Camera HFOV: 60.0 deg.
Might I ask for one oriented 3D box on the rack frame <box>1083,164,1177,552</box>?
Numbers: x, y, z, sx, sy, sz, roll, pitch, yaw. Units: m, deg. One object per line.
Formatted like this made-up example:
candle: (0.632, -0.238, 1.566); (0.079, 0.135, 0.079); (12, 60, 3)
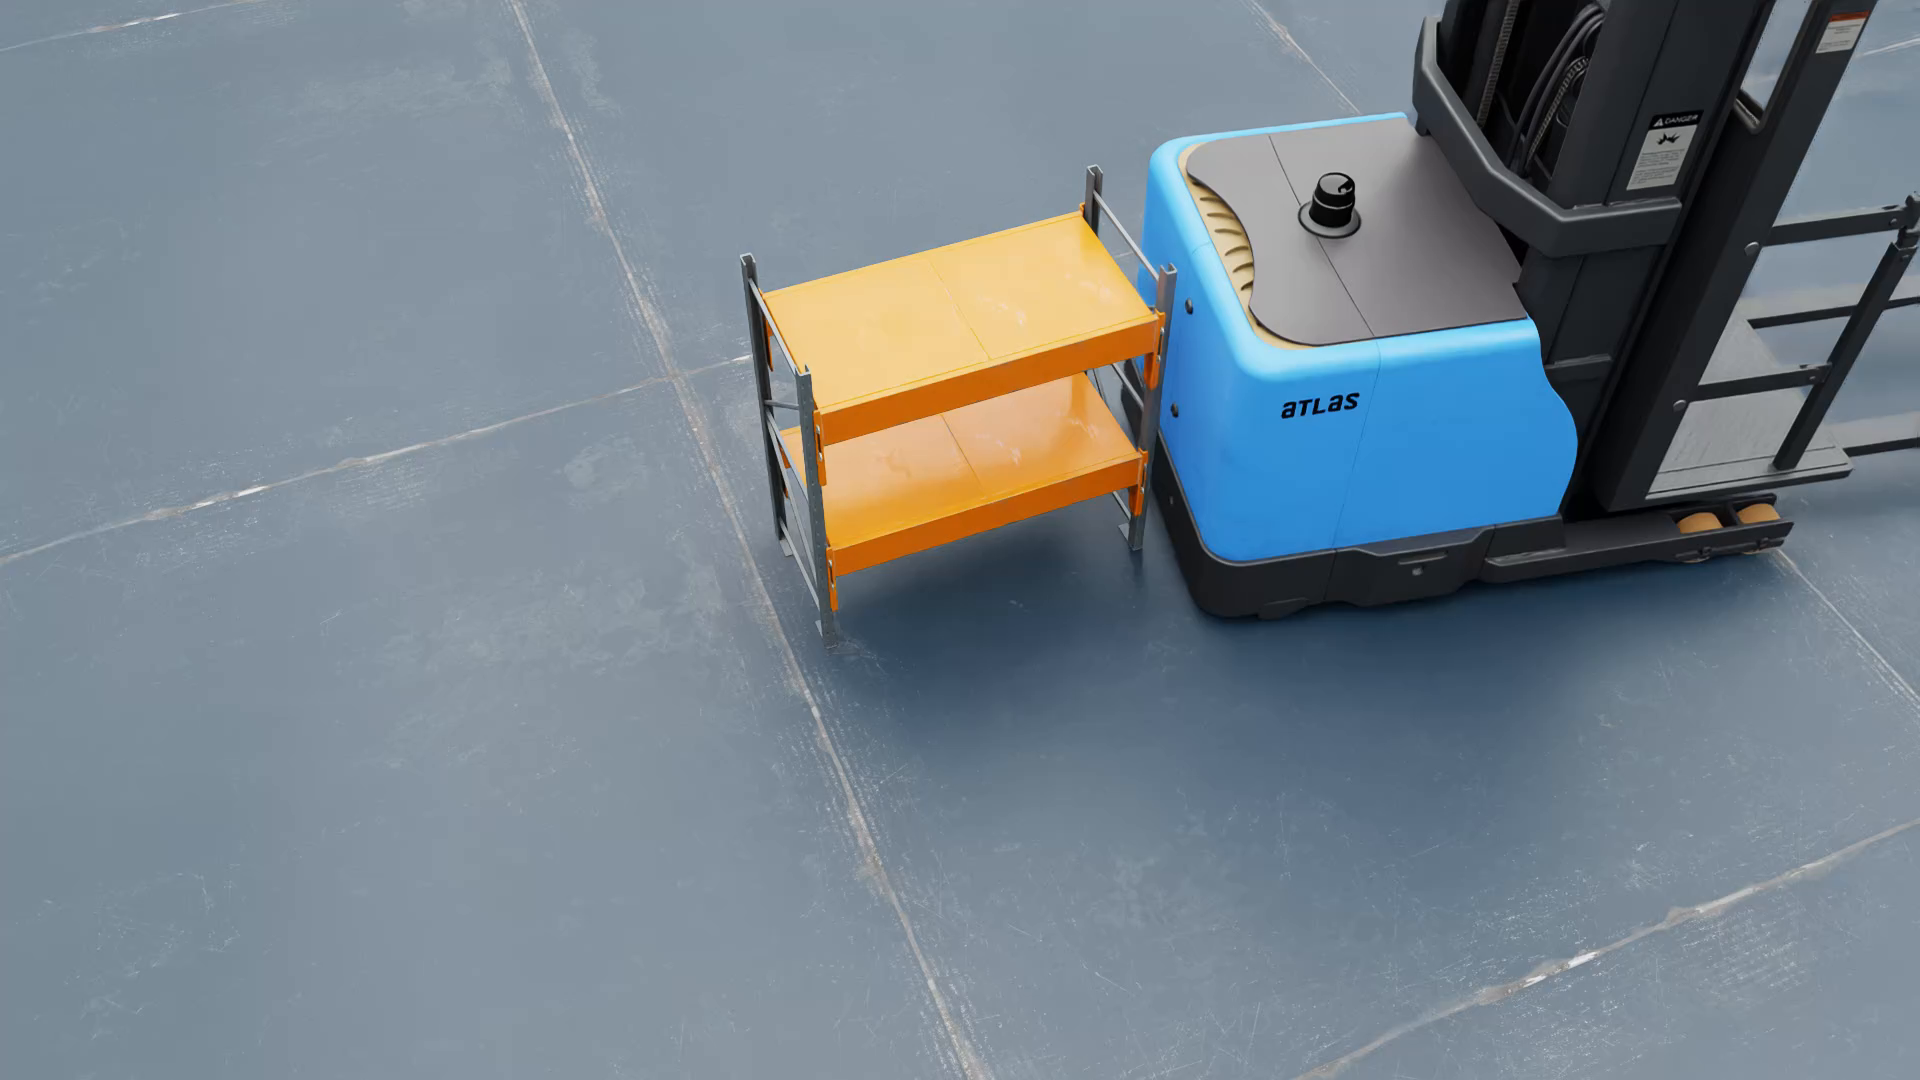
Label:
rack frame: (0.464, -0.510, 4.947); (0.032, 1.125, 0.500); (-17, 52, -14)

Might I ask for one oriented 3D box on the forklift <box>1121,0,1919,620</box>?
forklift: (2.106, -1.271, 4.410); (3.031, 2.935, 1.130); (-8, 50, -7)

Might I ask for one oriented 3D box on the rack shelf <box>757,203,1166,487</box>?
rack shelf: (-0.006, -0.555, 4.600); (1.000, 0.278, 0.538); (-17, 52, -14)

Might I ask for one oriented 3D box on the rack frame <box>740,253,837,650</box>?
rack frame: (-0.477, -0.219, 4.696); (0.032, 1.125, 0.500); (-17, 52, -14)

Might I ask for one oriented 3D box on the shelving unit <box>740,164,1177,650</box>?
shelving unit: (-0.006, -0.365, 4.822); (1.048, 1.125, 0.538); (-17, 52, -14)

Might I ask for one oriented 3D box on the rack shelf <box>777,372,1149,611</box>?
rack shelf: (-0.006, -0.205, 5.007); (1.000, 0.278, 0.538); (-17, 52, -14)
